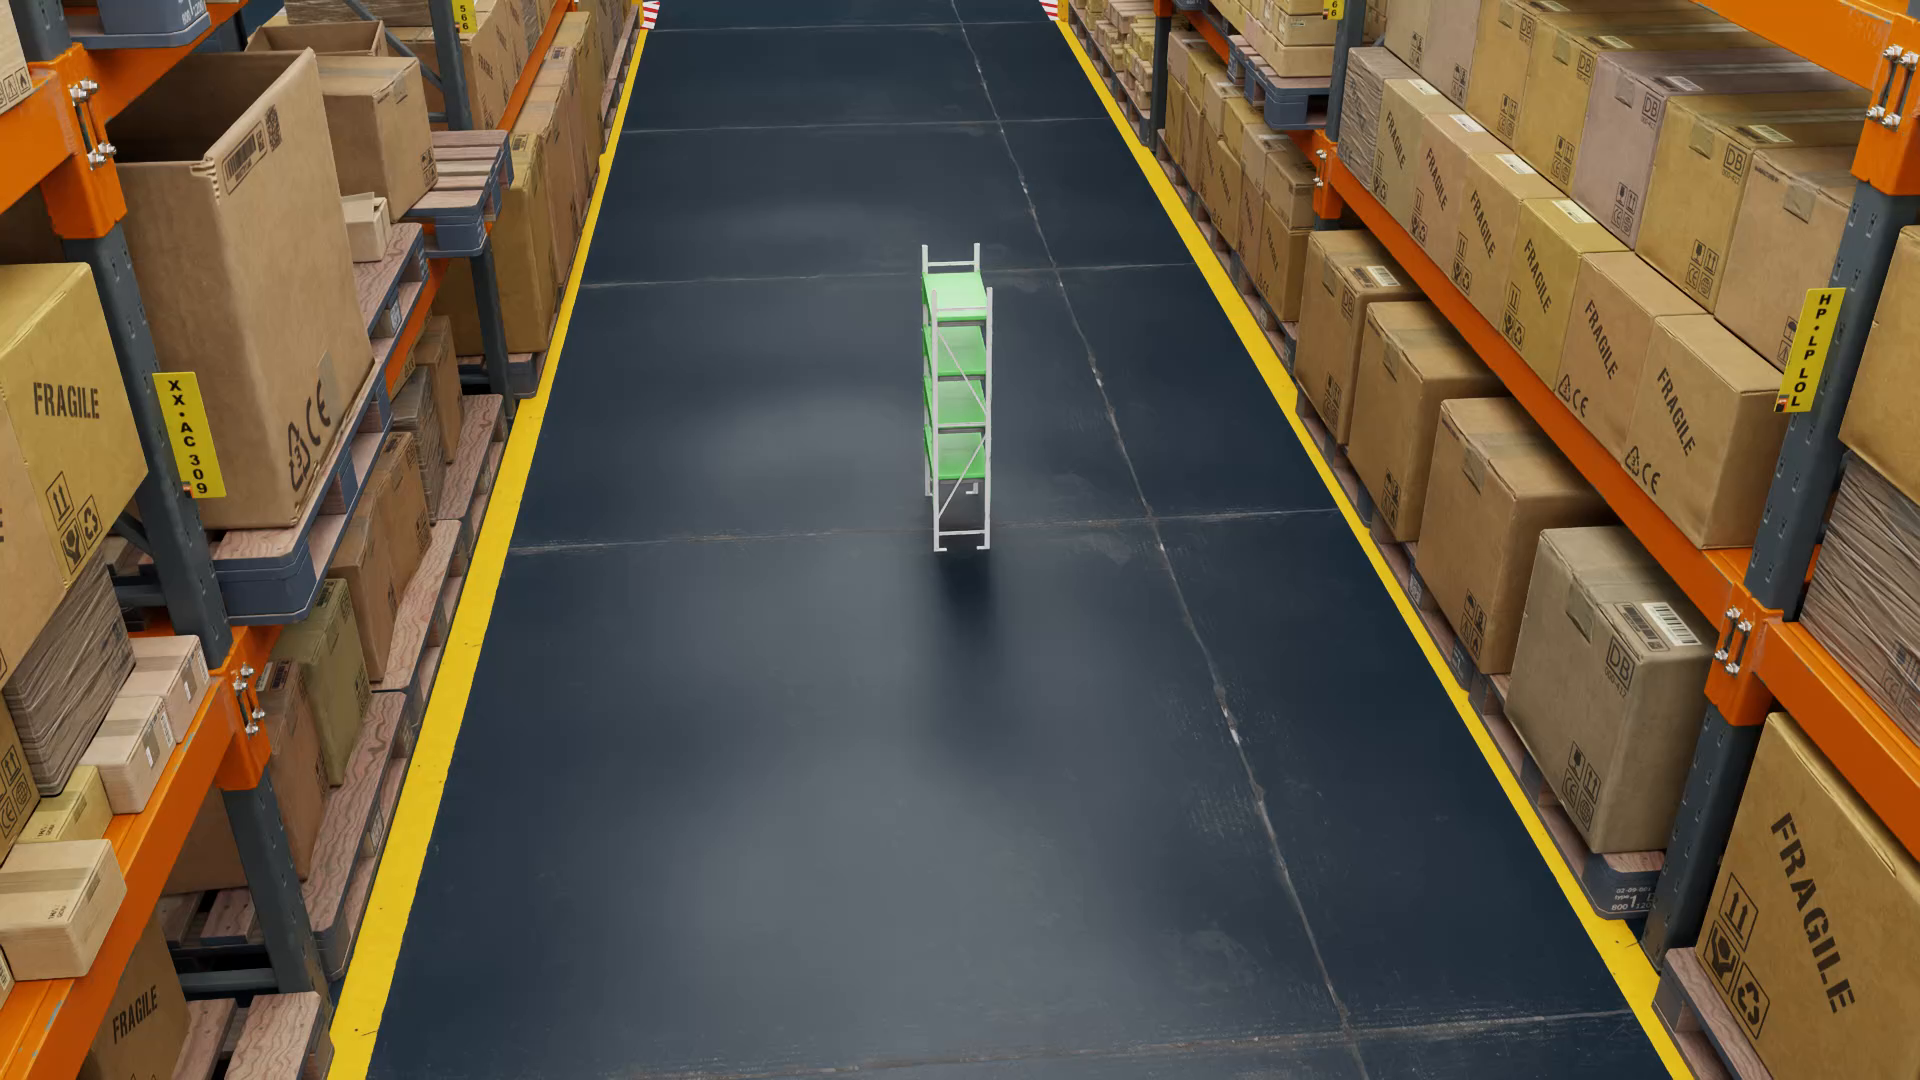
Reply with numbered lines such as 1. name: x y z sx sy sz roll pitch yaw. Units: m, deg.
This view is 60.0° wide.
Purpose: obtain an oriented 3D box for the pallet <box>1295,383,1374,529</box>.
1. pallet: 2.231 -0.465 7.823 1.003 0.211 1.213 -3 31 -5

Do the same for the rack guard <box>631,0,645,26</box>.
1. rack guard: -3.465 -4.906 14.976 1.175 0.500 0.348 -3 31 -5

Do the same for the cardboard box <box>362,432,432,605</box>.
1. cardboard box: -2.509 -0.085 6.476 0.700 0.500 0.500 0 31 0

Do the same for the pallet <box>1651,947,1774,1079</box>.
1. pallet: 2.599 1.563 4.428 1.003 0.211 1.213 -3 31 -5

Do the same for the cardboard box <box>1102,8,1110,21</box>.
1. cardboard box: 1.394 -4.427 13.817 0.380 0.149 0.250 -4 31 -7

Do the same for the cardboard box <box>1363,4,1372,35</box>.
1. cardboard box: 2.314 -2.791 8.834 0.380 0.149 0.250 -1 31 -2

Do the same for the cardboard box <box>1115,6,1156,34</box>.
1. cardboard box: 1.408 -4.017 12.841 0.380 0.149 0.250 -4 31 -7

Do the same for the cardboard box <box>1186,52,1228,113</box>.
1. cardboard box: 1.717 -2.878 10.440 0.500 0.250 0.500 -2 31 -3

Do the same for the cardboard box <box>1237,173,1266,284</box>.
1. cardboard box: 1.866 -1.764 9.307 0.500 0.500 0.500 -2 31 -3

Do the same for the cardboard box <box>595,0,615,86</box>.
1. cardboard box: -3.155 -3.993 12.672 0.875 0.875 0.875 -3 31 -5

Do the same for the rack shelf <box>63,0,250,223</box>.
1. rack shelf: -2.529 -1.840 5.182 1.077 0.370 4.000 -3 31 -5

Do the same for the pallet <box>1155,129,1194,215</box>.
1. pallet: 1.933 -2.516 11.257 1.003 0.211 1.213 -3 31 -5

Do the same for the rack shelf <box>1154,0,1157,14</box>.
1. rack shelf: 1.671 -4.823 13.101 1.077 0.370 4.000 -3 31 -5

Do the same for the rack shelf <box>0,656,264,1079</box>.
1. rack shelf: -2.155 1.490 2.532 1.077 0.370 4.000 -3 31 -5

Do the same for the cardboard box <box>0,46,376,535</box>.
1. cardboard box: -2.277 -0.690 4.486 1.000 1.000 1.000 -3 31 -4

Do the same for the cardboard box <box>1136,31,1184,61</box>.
1. cardboard box: 1.503 -3.620 12.176 0.380 0.149 0.250 -2 31 -4

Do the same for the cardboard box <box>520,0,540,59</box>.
1. cardboard box: -2.637 -2.967 9.194 0.500 0.500 0.500 -3 31 -4

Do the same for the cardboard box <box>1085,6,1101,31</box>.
1. cardboard box: 1.266 -4.435 14.120 0.380 0.149 0.250 -2 31 -4

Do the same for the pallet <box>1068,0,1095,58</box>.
1. pallet: 1.532 -4.501 14.579 1.003 0.211 1.213 -3 31 -5

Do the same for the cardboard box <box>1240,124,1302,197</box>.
1. cardboard box: 1.849 -2.092 9.123 0.500 0.250 0.500 -2 31 -4

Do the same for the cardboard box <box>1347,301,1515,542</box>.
1. cardboard box: 2.284 -0.522 6.982 1.050 0.750 0.750 -2 31 -4

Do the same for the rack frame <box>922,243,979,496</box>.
1. rack frame: -0.038 -0.724 7.292 0.240 1.200 0.015 -3 31 -5

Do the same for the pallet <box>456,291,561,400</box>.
1. pallet: -2.714 -1.091 8.871 1.003 0.211 1.213 -3 31 -5

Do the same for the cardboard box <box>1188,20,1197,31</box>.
1. cardboard box: 1.946 -3.911 12.662 0.380 0.149 0.250 -4 31 -6

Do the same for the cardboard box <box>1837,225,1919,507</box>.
1. cardboard box: 2.606 -0.364 3.735 0.875 0.550 0.550 -3 31 -5

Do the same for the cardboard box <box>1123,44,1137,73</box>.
1. cardboard box: 1.432 -3.614 12.456 0.380 0.149 0.250 -4 31 -6

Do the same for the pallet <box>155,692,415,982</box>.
1. pallet: -2.416 0.959 5.438 1.003 0.211 1.213 -3 31 -5

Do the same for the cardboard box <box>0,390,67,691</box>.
1. cardboard box: -1.978 0.032 2.909 0.500 0.500 0.500 -3 31 -5

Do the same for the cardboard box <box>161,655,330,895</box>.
1. cardboard box: -2.378 0.729 5.112 0.700 0.500 0.500 -5 31 -8

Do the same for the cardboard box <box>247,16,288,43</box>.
1. cardboard box: -3.008 -2.165 7.853 0.500 0.500 0.500 -2 31 -3

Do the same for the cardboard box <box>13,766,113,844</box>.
1. cardboard box: -2.052 0.622 3.529 0.380 0.149 0.250 -3 31 -5

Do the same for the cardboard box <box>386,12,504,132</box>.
1. cardboard box: -2.490 -2.187 7.888 0.500 0.500 0.500 -2 31 -3

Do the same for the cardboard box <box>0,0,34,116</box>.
1. cardboard box: -2.039 -0.843 2.958 0.500 0.250 0.500 -2 31 -3

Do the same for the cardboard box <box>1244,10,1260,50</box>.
1. cardboard box: 1.682 -2.629 8.562 0.380 0.149 0.250 -2 31 -4

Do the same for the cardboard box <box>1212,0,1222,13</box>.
1. cardboard box: 1.614 -3.026 9.226 0.380 0.149 0.250 -2 31 -3

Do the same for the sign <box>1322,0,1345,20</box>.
1. sign: 1.693 -2.501 7.460 0.100 0.325 0.005 -3 31 -5

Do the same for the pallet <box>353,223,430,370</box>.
1. pallet: -2.490 -0.791 5.837 1.003 0.211 1.213 -3 31 -5

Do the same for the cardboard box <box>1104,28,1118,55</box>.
1. cardboard box: 1.373 -4.037 13.455 0.380 0.149 0.250 -3 31 -5

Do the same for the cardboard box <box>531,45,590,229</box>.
1. cardboard box: -2.925 -2.411 10.023 1.225 0.875 0.875 -4 31 -6

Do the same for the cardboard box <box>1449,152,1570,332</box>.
1. cardboard box: 2.147 -1.098 6.065 0.500 0.500 0.500 -3 31 -5

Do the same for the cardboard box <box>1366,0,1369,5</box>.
1. cardboard box: 2.307 -2.928 8.773 0.380 0.149 0.250 -3 31 -4

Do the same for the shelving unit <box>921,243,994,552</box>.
1. shelving unit: -0.015 -0.600 7.084 0.258 1.200 0.503 -3 31 -5

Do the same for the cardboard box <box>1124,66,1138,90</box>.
1. cardboard box: 1.453 -3.519 12.588 0.380 0.149 0.250 -4 31 -6

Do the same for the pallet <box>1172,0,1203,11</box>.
1. pallet: 1.785 -3.631 10.591 1.003 0.211 1.213 -3 31 -5

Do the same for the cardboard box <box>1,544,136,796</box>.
1. cardboard box: -2.361 0.222 3.566 0.875 0.500 0.500 -3 31 -5

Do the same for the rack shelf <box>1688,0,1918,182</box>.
1. rack shelf: 2.419 -2.026 5.494 1.077 0.370 4.000 -3 31 -5

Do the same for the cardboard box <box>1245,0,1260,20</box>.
1. cardboard box: 1.679 -2.769 8.507 0.380 0.149 0.250 -2 31 -3

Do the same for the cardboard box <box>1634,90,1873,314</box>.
1. cardboard box: 2.504 -1.014 4.950 0.700 0.500 0.500 -3 31 -5

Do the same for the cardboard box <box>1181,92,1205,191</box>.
1. cardboard box: 1.714 -2.558 10.635 0.500 0.500 0.500 -1 31 -2

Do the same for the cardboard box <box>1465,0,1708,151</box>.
1. cardboard box: 2.363 -1.791 6.251 0.700 0.500 0.500 -3 31 -5

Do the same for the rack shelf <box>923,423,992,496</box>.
1. rack shelf: -0.015 -0.339 7.240 0.258 0.148 0.480 -3 31 -5

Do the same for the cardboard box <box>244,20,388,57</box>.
1. cardboard box: -2.625 -1.832 6.885 0.500 0.500 0.500 -6 31 -11

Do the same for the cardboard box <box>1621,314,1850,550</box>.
1. cardboard box: 2.291 -0.323 4.768 0.500 0.500 0.500 -3 31 -5

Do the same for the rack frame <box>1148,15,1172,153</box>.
1. rack frame: 1.858 -4.111 11.207 1.000 3.000 0.127 -3 31 -5

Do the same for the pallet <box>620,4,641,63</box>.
1. pallet: -3.310 -4.365 14.352 1.003 0.211 1.213 -3 31 -5

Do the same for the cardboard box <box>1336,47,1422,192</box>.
1. cardboard box: 2.005 -1.869 7.357 0.500 0.500 0.500 -2 31 -4
